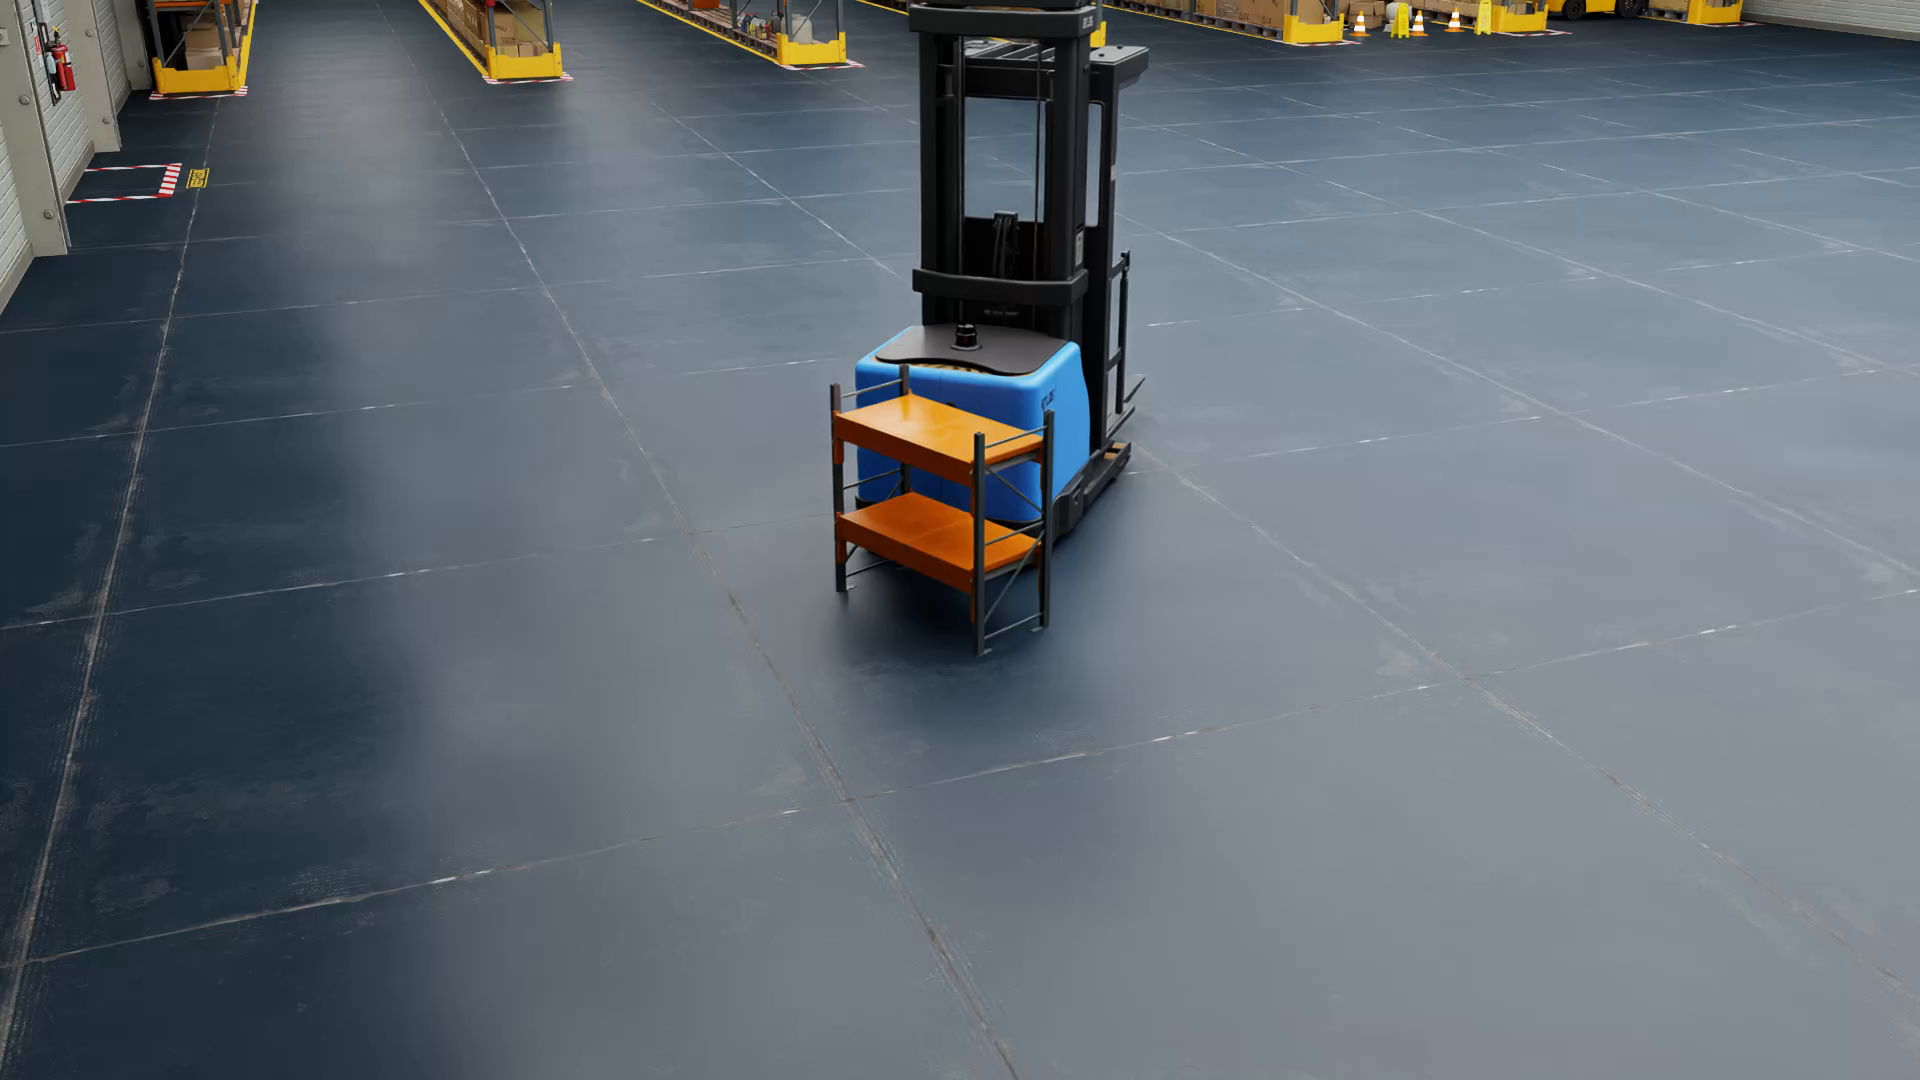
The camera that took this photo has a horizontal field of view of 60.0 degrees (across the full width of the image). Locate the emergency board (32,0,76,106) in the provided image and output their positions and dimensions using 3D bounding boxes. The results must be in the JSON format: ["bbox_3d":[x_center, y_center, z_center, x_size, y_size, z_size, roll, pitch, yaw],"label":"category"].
[{"bbox_3d":[-9.883,-5.390,18.177,0.194,1.169,0.643,-8,24,-19],"label":"emergency board"}]

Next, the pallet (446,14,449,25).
[{"bbox_3d":[-10.205,-10.917,34.881,1.003,0.211,1.213,-8,24,-19],"label":"pallet"}]

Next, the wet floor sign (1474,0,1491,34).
[{"bbox_3d":[10.456,-10.436,33.179,0.267,0.644,0.232,0,23,-1],"label":"wet floor sign"}]

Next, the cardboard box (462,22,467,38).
[{"bbox_3d":[-8.981,-9.510,30.950,0.500,0.250,0.500,-9,24,-20],"label":"cardboard box"}]

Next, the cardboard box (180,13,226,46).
[{"bbox_3d":[-13.472,-9.107,29.648,0.700,0.500,0.500,-7,24,-17],"label":"cardboard box"}]

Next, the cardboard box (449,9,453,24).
[{"bbox_3d":[-9.888,-10.439,33.155,0.500,0.250,0.500,-9,24,-20],"label":"cardboard box"}]

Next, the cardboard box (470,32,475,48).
[{"bbox_3d":[-8.339,-8.824,29.323,0.500,0.250,0.500,-8,24,-19],"label":"cardboard box"}]

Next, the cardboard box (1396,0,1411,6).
[{"bbox_3d":[9.933,-11.865,36.538,0.500,0.250,0.500,-10,25,-21],"label":"cardboard box"}]

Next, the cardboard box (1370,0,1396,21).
[{"bbox_3d":[9.082,-11.463,35.801,0.500,0.500,0.500,8,24,18],"label":"cardboard box"}]

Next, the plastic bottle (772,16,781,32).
[{"bbox_3d":[-3.493,-9.805,31.591,0.152,0.276,0.135,-8,24,-19],"label":"plastic bottle"}]

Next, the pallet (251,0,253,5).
[{"bbox_3d":[-17.080,-12.587,38.842,1.003,0.211,1.213,-8,24,-19],"label":"pallet"}]

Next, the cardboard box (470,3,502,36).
[{"bbox_3d":[-8.160,-8.988,28.748,0.500,0.500,0.500,-8,24,-19],"label":"cardboard box"}]

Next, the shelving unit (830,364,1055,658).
[{"bbox_3d":[-0.099,-0.169,8.202,0.538,1.125,1.048,-20,30,-40],"label":"shelving unit"}]

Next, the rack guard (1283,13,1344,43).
[{"bbox_3d":[6.803,-9.860,32.000,1.175,0.500,0.348,-8,24,-19],"label":"rack guard"}]

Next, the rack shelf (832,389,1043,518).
[{"bbox_3d":[-0.099,-0.439,8.089,0.538,0.278,1.000,-20,30,-40],"label":"rack shelf"}]

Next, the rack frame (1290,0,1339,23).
[{"bbox_3d":[6.795,-11.021,31.536,1.000,3.000,0.127,-8,24,-19],"label":"rack frame"}]

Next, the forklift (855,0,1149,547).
[{"bbox_3d":[0.419,-1.765,9.665,1.130,2.935,3.031,8,24,19],"label":"forklift"}]

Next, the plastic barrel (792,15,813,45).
[{"bbox_3d":[-2.819,-8.973,29.340,0.421,0.512,0.421,0,23,0],"label":"plastic barrel"}]

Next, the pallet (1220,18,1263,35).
[{"bbox_3d":[6.012,-10.458,33.791,1.003,0.211,1.213,-8,24,-19],"label":"pallet"}]

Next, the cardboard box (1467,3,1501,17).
[{"bbox_3d":[10.844,-10.929,34.317,0.500,0.250,0.500,-8,24,-19],"label":"cardboard box"}]

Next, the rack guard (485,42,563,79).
[{"bbox_3d":[-7.142,-7.859,27.251,1.175,0.500,0.348,-8,24,-19],"label":"rack guard"}]

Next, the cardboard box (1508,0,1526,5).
[{"bbox_3d":[11.355,-11.348,34.347,0.500,0.500,0.500,-9,25,-21],"label":"cardboard box"}]

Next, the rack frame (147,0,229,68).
[{"bbox_3d":[-11.783,-8.338,25.171,1.000,3.000,0.127,-8,24,-19],"label":"rack frame"}]

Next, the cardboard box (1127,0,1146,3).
[{"bbox_3d":[4.412,-12.534,37.481,1.050,0.750,0.750,-8,24,-18],"label":"cardboard box"}]

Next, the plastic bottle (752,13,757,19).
[{"bbox_3d":[-3.896,-9.802,31.489,0.144,0.351,0.185,-8,24,-19],"label":"plastic bottle"}]

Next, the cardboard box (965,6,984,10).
[{"bbox_3d":[0.509,-11.107,34.393,0.700,0.500,0.500,-10,25,-23],"label":"cardboard box"}]

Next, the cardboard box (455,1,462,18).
[{"bbox_3d":[-9.338,-10.135,31.712,0.500,0.311,0.500,-8,24,-19],"label":"cardboard box"}]

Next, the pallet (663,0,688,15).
[{"bbox_3d":[-6.086,-12.042,37.550,1.003,0.211,1.213,-8,24,-19],"label":"pallet"}]

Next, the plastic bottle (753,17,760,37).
[{"bbox_3d":[-3.748,-9.492,30.753,0.144,0.351,0.185,-7,24,-17],"label":"plastic bottle"}]

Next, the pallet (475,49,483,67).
[{"bbox_3d":[-7.887,-8.449,29.024,1.003,0.211,1.213,-8,24,-19],"label":"pallet"}]

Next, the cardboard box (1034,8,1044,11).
[{"bbox_3d":[1.671,-9.860,31.460,0.500,0.500,0.500,-2,23,-5],"label":"cardboard box"}]

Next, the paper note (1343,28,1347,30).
[{"bbox_3d":[7.844,-10.439,33.981,0.144,0.017,0.142,0,23,-1],"label":"paper note"}]

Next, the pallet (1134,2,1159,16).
[{"bbox_3d":[4.604,-11.903,37.220,1.003,0.211,1.213,-8,24,-19],"label":"pallet"}]

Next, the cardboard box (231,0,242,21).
[{"bbox_3d":[-14.746,-10.733,33.080,0.750,0.750,0.750,-9,24,-20],"label":"cardboard box"}]

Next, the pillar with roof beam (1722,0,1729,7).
[{"bbox_3d":[12.602,-14.969,33.180,9.100,9.000,0.400,-8,24,-19],"label":"pillar with roof beam"}]

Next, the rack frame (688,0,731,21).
[{"bbox_3d":[-5.341,-12.604,35.292,1.000,3.000,0.127,-8,24,-19],"label":"rack frame"}]

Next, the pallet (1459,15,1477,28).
[{"bbox_3d":[11.109,-10.779,34.553,1.003,0.211,1.213,-8,24,-19],"label":"pallet"}]

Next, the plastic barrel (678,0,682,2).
[{"bbox_3d":[-6.212,-12.430,37.542,0.421,0.512,0.421,0,23,0],"label":"plastic barrel"}]

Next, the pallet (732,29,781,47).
[{"bbox_3d":[-3.730,-9.616,31.793,1.003,0.211,1.213,-8,24,-19],"label":"pallet"}]

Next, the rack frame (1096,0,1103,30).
[{"bbox_3d":[2.119,-10.377,30.008,1.000,3.000,0.127,-8,24,-19],"label":"rack frame"}]

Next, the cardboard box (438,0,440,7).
[{"bbox_3d":[-11.078,-11.846,36.146,0.500,0.500,0.500,-8,24,-18],"label":"cardboard box"}]

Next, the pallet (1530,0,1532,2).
[{"bbox_3d":[14.322,-12.850,39.466,1.003,0.211,1.213,-8,24,-19],"label":"pallet"}]

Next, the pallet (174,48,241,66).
[{"bbox_3d":[-12.926,-8.267,28.593,1.003,0.211,1.213,-8,24,-19],"label":"pallet"}]

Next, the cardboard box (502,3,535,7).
[{"bbox_3d":[-7.659,-9.062,28.922,0.500,0.500,0.500,-8,24,-19],"label":"cardboard box"}]

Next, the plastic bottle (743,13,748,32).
[{"bbox_3d":[-4.031,-9.783,31.442,0.144,0.351,0.185,-8,24,-18],"label":"plastic bottle"}]
